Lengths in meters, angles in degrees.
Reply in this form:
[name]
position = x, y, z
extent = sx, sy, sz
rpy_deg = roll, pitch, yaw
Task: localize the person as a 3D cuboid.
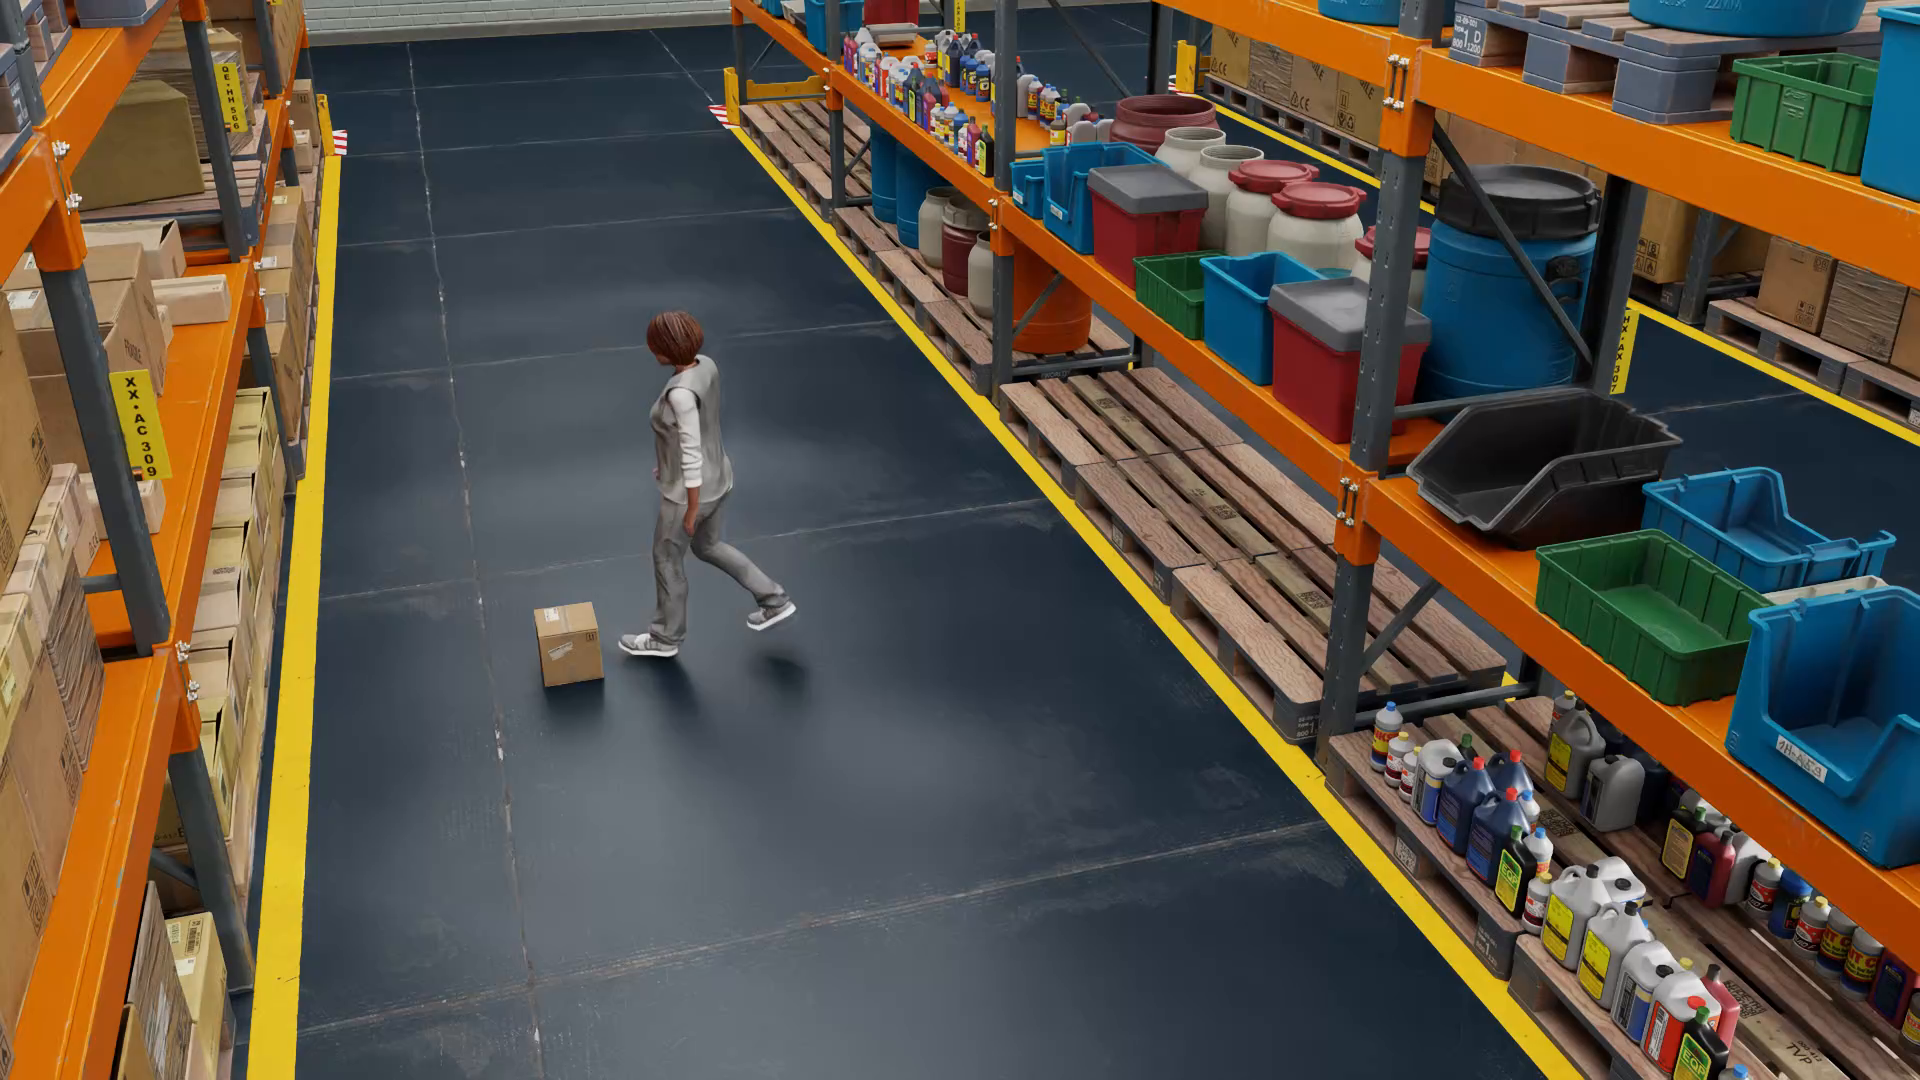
[person]
position = -1.115, -0.220, 7.051
extent = 0.778, 1.558, 0.419
rpy_deg = 5, 27, 10
